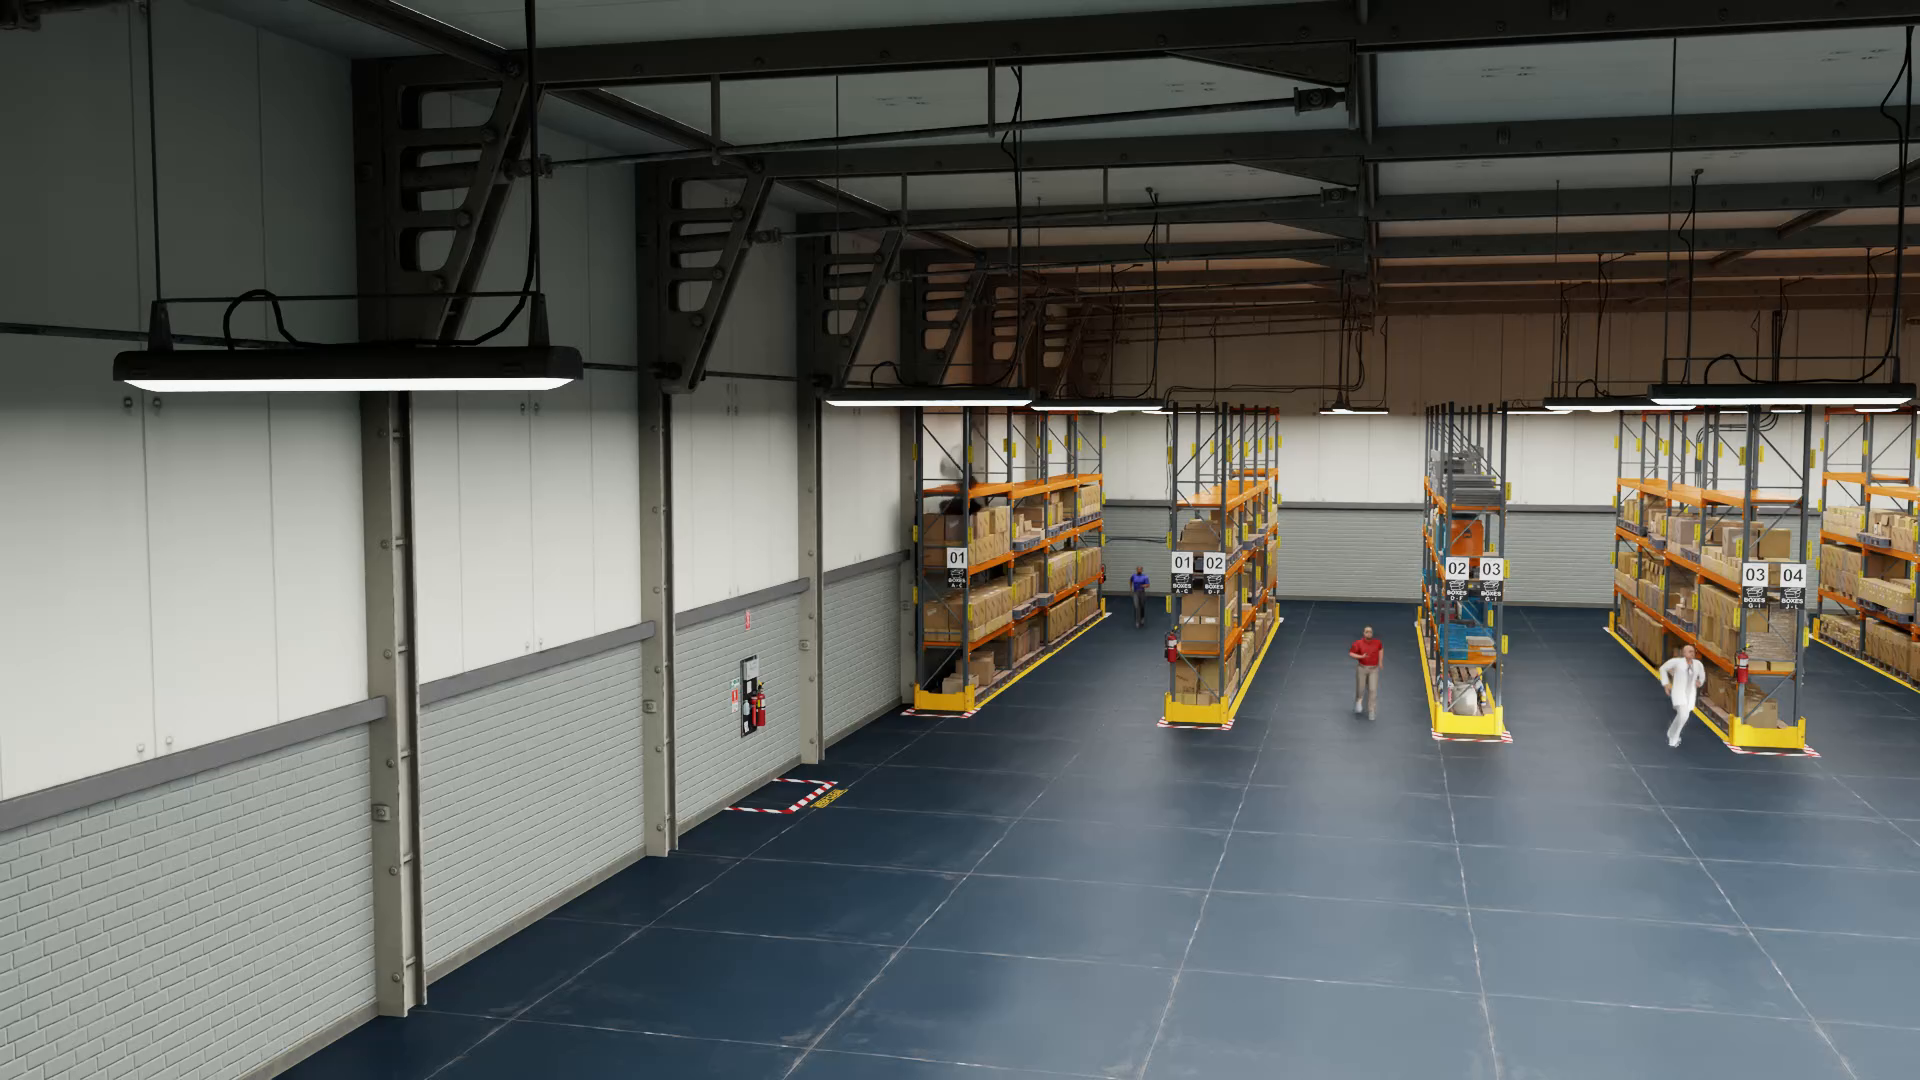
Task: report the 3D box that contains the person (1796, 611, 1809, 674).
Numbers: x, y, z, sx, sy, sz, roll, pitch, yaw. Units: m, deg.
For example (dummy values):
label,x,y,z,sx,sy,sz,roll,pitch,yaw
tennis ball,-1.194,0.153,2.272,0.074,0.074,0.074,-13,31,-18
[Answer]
label,x,y,z,sx,sy,sz,roll,pitch,yaw
person,18.871,2.162,37.479,0.562,1.592,0.921,0,4,2

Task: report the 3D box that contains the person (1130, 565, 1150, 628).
label,x,y,z,sx,sy,sz,roll,pitch,yaw
person,4.899,1.523,45.418,0.542,1.681,0.885,1,4,10

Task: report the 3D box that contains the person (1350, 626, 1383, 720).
label,x,y,z,sx,sy,sz,roll,pitch,yaw
person,7.754,2.499,31.712,0.675,1.724,0.943,0,4,3

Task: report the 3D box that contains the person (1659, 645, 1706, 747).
label,x,y,z,sx,sy,sz,roll,pitch,yaw
person,12.613,2.743,29.002,0.728,1.849,0.718,-1,4,-8
